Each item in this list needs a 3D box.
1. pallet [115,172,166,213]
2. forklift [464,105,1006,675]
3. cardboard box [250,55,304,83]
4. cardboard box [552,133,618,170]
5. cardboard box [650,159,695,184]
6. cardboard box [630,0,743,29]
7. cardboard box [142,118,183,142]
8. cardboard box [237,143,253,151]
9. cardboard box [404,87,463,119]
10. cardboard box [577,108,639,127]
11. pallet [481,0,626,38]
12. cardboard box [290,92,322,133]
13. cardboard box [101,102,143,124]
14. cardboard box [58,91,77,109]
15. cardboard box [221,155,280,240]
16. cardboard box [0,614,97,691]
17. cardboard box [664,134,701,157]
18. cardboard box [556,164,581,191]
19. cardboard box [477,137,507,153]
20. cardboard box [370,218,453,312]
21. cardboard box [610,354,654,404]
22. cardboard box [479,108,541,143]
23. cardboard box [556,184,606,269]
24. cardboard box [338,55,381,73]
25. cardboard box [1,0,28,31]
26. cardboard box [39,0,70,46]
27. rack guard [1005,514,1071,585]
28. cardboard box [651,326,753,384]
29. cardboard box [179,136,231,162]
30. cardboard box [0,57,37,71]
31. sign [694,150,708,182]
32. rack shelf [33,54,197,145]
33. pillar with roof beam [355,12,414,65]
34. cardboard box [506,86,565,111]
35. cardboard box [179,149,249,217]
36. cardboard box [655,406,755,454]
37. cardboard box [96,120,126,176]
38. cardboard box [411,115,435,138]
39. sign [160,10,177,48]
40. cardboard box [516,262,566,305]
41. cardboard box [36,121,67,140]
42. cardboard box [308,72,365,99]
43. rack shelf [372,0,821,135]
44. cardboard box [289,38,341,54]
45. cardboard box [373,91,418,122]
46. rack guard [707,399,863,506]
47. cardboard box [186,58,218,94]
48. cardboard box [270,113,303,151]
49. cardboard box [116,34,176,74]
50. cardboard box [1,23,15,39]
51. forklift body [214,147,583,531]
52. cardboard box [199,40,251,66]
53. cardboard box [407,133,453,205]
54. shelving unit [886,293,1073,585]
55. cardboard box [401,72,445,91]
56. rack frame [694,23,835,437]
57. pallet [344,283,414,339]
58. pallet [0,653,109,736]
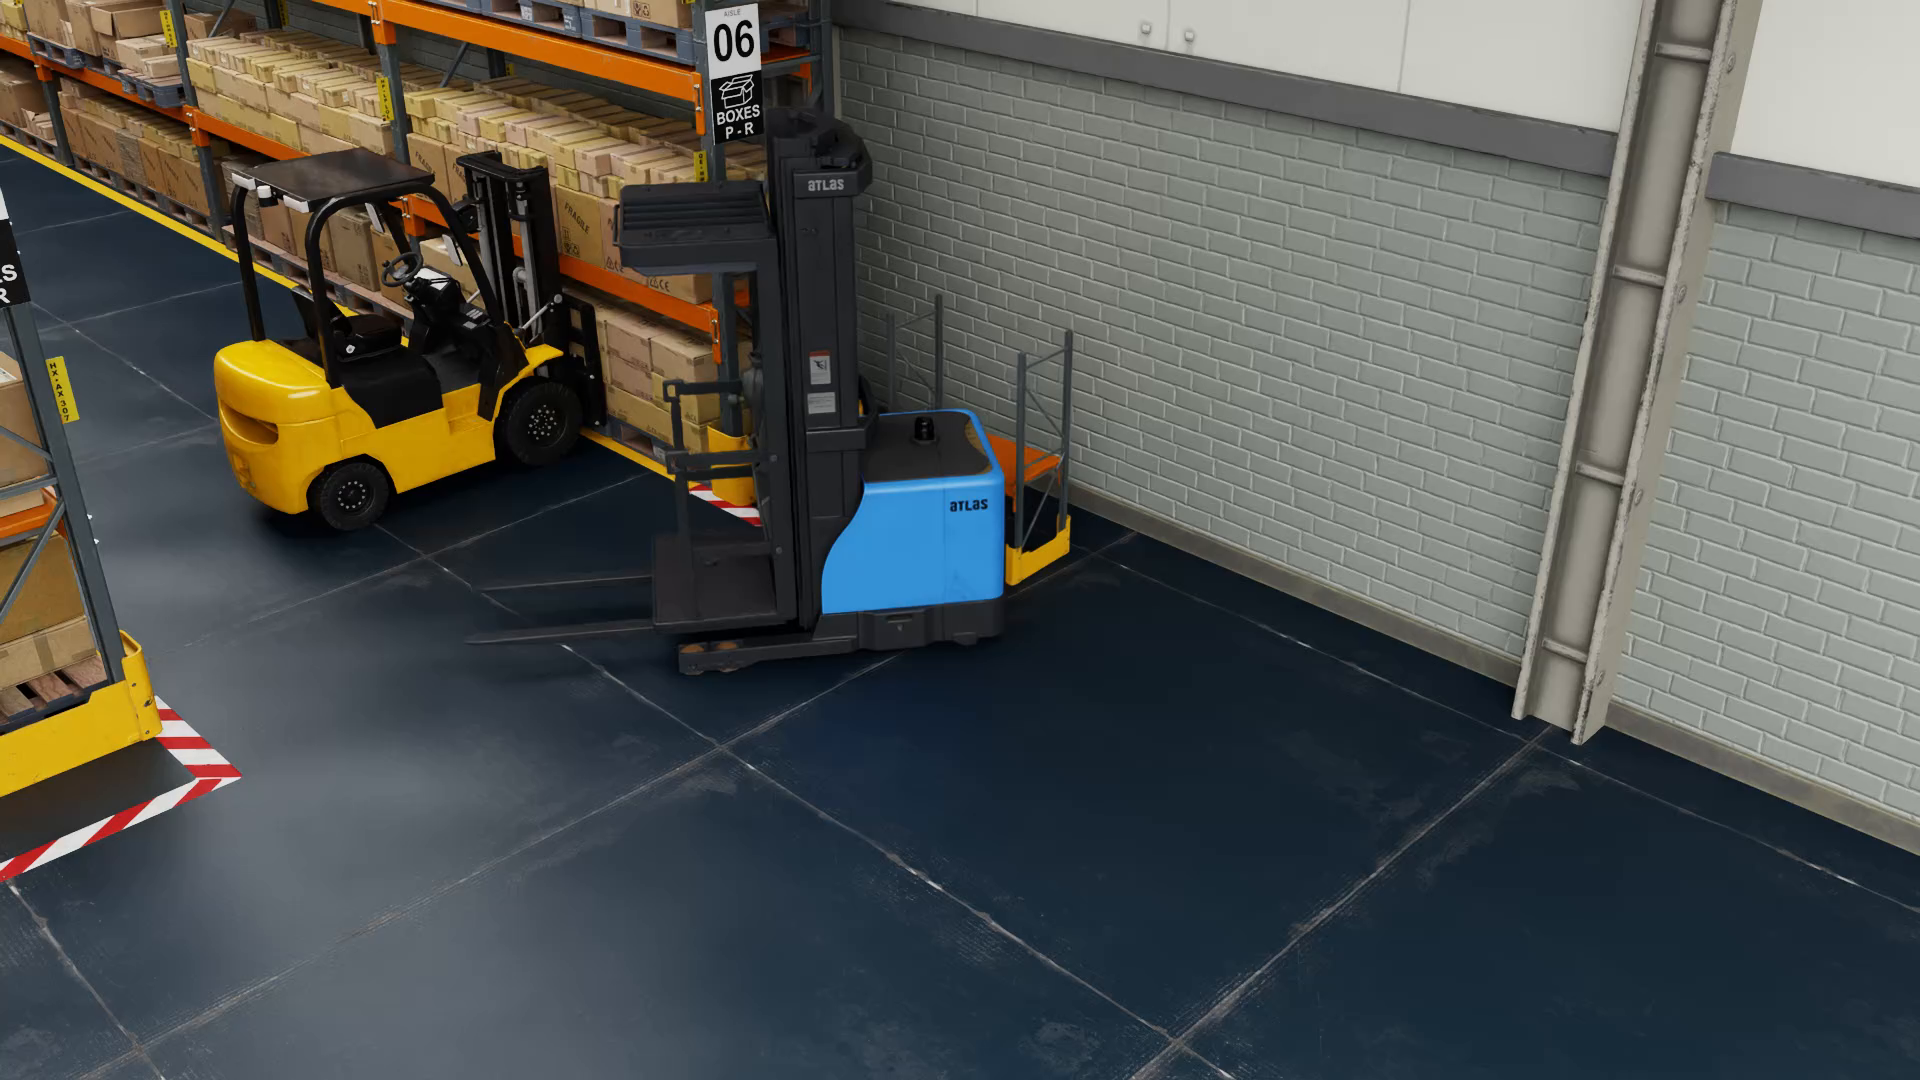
[{"bbox_3d":[-8.280,-3.829,17.799,1.213,0.211,1.003,25,36,38],"label":"pallet"},{"bbox_3d":[-1.303,-0.806,9.126,3.031,2.935,1.130,-5,28,-9],"label":"forklift"},{"bbox_3d":[-5.960,-4.121,14.553,0.380,0.149,0.250,-24,36,-38],"label":"cardboard box"},{"bbox_3d":[-2.588,-2.692,11.516,0.380,0.149,0.250,-24,36,-38],"label":"cardboard box"},{"bbox_3d":[-1.805,-2.379,10.921,0.250,0.149,0.380,25,36,38],"label":"cardboard box"},{"bbox_3d":[-1.691,-3.464,10.220,0.500,0.500,0.500,-24,36,-38],"label":"cardboard box"},{"bbox_3d":[-8.146,-4.215,17.073,0.250,0.149,0.380,24,36,38],"label":"cardboard box"},{"bbox_3d":[-7.062,-4.049,16.759,0.380,0.149,0.250,-23,35,-37],"label":"cardboard box"},{"bbox_3d":[-4.037,-3.365,12.795,0.380,0.149,0.250,-24,36,-38],"label":"cardboard box"},{"bbox_3d":[-2.568,-3.042,12.181,0.380,0.149,0.250,-24,36,-38],"label":"cardboard box"},{"bbox_3d":[-2.564,-3.725,11.476,1.213,0.211,1.003,25,36,38],"label":"pallet"},{"bbox_3d":[-5.318,-3.668,14.121,0.500,0.250,0.500,-24,36,-38],"label":"cardboard box"},{"bbox_3d":[-8.892,-4.552,17.715,0.250,0.149,0.380,24,36,38],"label":"cardboard box"},{"bbox_3d":[-9.692,-4.876,18.330,0.380,0.149,0.250,-23,36,-37],"label":"cardboard box"},{"bbox_3d":[-6.474,-3.336,15.965,0.875,0.625,0.625,-24,36,-38],"label":"cardboard box"},{"bbox_3d":[-5.063,0.526,9.024,0.500,0.250,0.500,24,36,38],"label":"cardboard box"},{"bbox_3d":[-1.821,-2.706,11.543,0.250,0.149,0.380,25,37,39],"label":"cardboard box"},{"bbox_3d":[-2.580,-2.561,11.586,0.250,0.149,0.380,25,37,39],"label":"cardboard box"},{"bbox_3d":[-3.313,-2.893,12.218,0.250,0.149,0.380,24,36,38],"label":"cardboard box"},{"bbox_3d":[-4.436,-2.405,14.195,0.875,0.625,0.625,-23,36,-37],"label":"cardboard box"},{"bbox_3d":[-2.120,-1.211,11.790,0.500,0.250,0.500,24,36,38],"label":"cardboard box"},{"bbox_3d":[-3.284,-3.035,12.169,0.250,0.149,0.380,24,36,38],"label":"cardboard box"},{"bbox_3d":[-2.468,-2.256,11.703,0.500,0.500,0.500,24,36,37],"label":"cardboard box"},{"bbox_3d":[-5.211,-4.134,14.578,0.380,0.149,0.250,-25,37,-39],"label":"cardboard box"},{"bbox_3d":[-10.295,-5.865,18.516,0.500,0.250,0.500,-24,36,-38],"label":"cardboard box"},{"bbox_3d":[-9.204,-5.543,17.504,0.700,0.500,0.500,-25,37,-39],"label":"cardboard box"},{"bbox_3d":[0.488,0.052,10.375,0.087,0.250,0.587,21,34,34],"label":"rack guard"},{"bbox_3d":[-1.751,-1.257,11.340,0.500,0.250,0.500,-24,36,-38],"label":"cardboard box"},{"bbox_3d":[-7.438,-3.853,16.385,0.250,0.149,0.380,23,35,36],"label":"cardboard box"},{"bbox_3d":[-11.661,-5.576,20.360,0.700,0.500,0.500,-24,36,-37],"label":"cardboard box"},{"bbox_3d":[-1.594,-2.241,10.283,0.005,0.325,0.100,25,36,38],"label":"sign"},{"bbox_3d":[-8.335,-4.743,17.314,4.000,0.370,1.077,25,36,38],"label":"rack shelf"},{"bbox_3d":[-8.365,-5.509,11.552,0.400,9.000,9.100,25,36,38],"label":"pillar with roof beam"},{"bbox_3d":[-3.269,-3.386,12.835,0.250,0.149,0.380,24,36,38],"label":"cardboard box"},{"bbox_3d":[-7.361,-3.555,16.516,0.500,0.500,0.500,-24,36,-38],"label":"cardboard box"},{"bbox_3d":[-1.761,-0.816,11.576,0.500,0.250,0.500,25,37,39],"label":"cardboard box"},{"bbox_3d":[-8.834,-4.227,17.793,0.500,0.500,0.500,23,36,37],"label":"cardboard box"},{"bbox_3d":[-4.014,-3.244,12.885,0.250,0.149,0.380,24,36,38],"label":"cardboard box"},{"bbox_3d":[-7.282,-4.703,15.306,0.005,0.325,0.100,25,36,38],"label":"sign"},{"bbox_3d":[-3.211,-1.925,12.610,0.500,0.250,0.500,-24,36,-38],"label":"cardboard box"},{"bbox_3d":[-10.364,-4.723,19.114,0.250,0.149,0.380,23,36,37],"label":"cardboard box"},{"bbox_3d":[-5.213,-3.797,13.937,0.250,0.149,0.380,24,36,37],"label":"cardboard box"},{"bbox_3d":[-2.630,-3.461,11.652,4.000,0.370,1.077,25,36,38],"label":"rack shelf"},{"bbox_3d":[-5.904,-4.492,15.258,0.250,0.149,0.380,24,36,37],"label":"cardboard box"},{"bbox_3d":[-4.456,-3.473,13.321,0.380,0.149,0.250,-24,36,-38],"label":"cardboard box"},{"bbox_3d":[-1.187,-0.685,11.508,0.348,0.500,1.175,25,36,38],"label":"rack guard"},{"bbox_3d":[-6.781,-4.330,15.379,0.500,0.250,0.500,25,36,38],"label":"cardboard box"},{"bbox_3d":[-5.668,-3.616,14.558,0.500,0.250,0.500,-24,36,-38],"label":"cardboard box"},{"bbox_3d":[-7.888,-4.765,16.293,0.500,0.250,0.500,23,35,36],"label":"cardboard box"},{"bbox_3d":[-10.569,-5.778,18.779,0.380,0.149,0.250,-24,36,-38],"label":"cardboard box"},{"bbox_3d":[-3.835,-1.436,11.164,1.214,2.155,2.313,25,36,38],"label":"forklift body"},{"bbox_3d":[-6.697,-4.452,15.183,0.380,0.149,0.250,-24,36,-38],"label":"cardboard box"},{"bbox_3d":[-3.923,-2.917,12.960,0.500,0.500,0.500,23,36,37],"label":"cardboard box"},{"bbox_3d":[0.104,-0.649,10.366,1.083,1.500,0.587,21,34,34],"label":"shelving unit"},{"bbox_3d":[-4.489,-3.808,13.958,0.250,0.149,0.380,24,36,38],"label":"cardboard box"},{"bbox_3d":[-1.204,-1.799,10.941,0.127,3.000,1.000,25,36,38],"label":"rack frame"},{"bbox_3d":[-4.609,-2.097,14.505,1.213,0.211,1.003,25,36,38],"label":"pallet"},{"bbox_3d":[-5.290,0.782,9.029,1.213,0.211,1.003,25,36,38],"label":"pallet"}]
